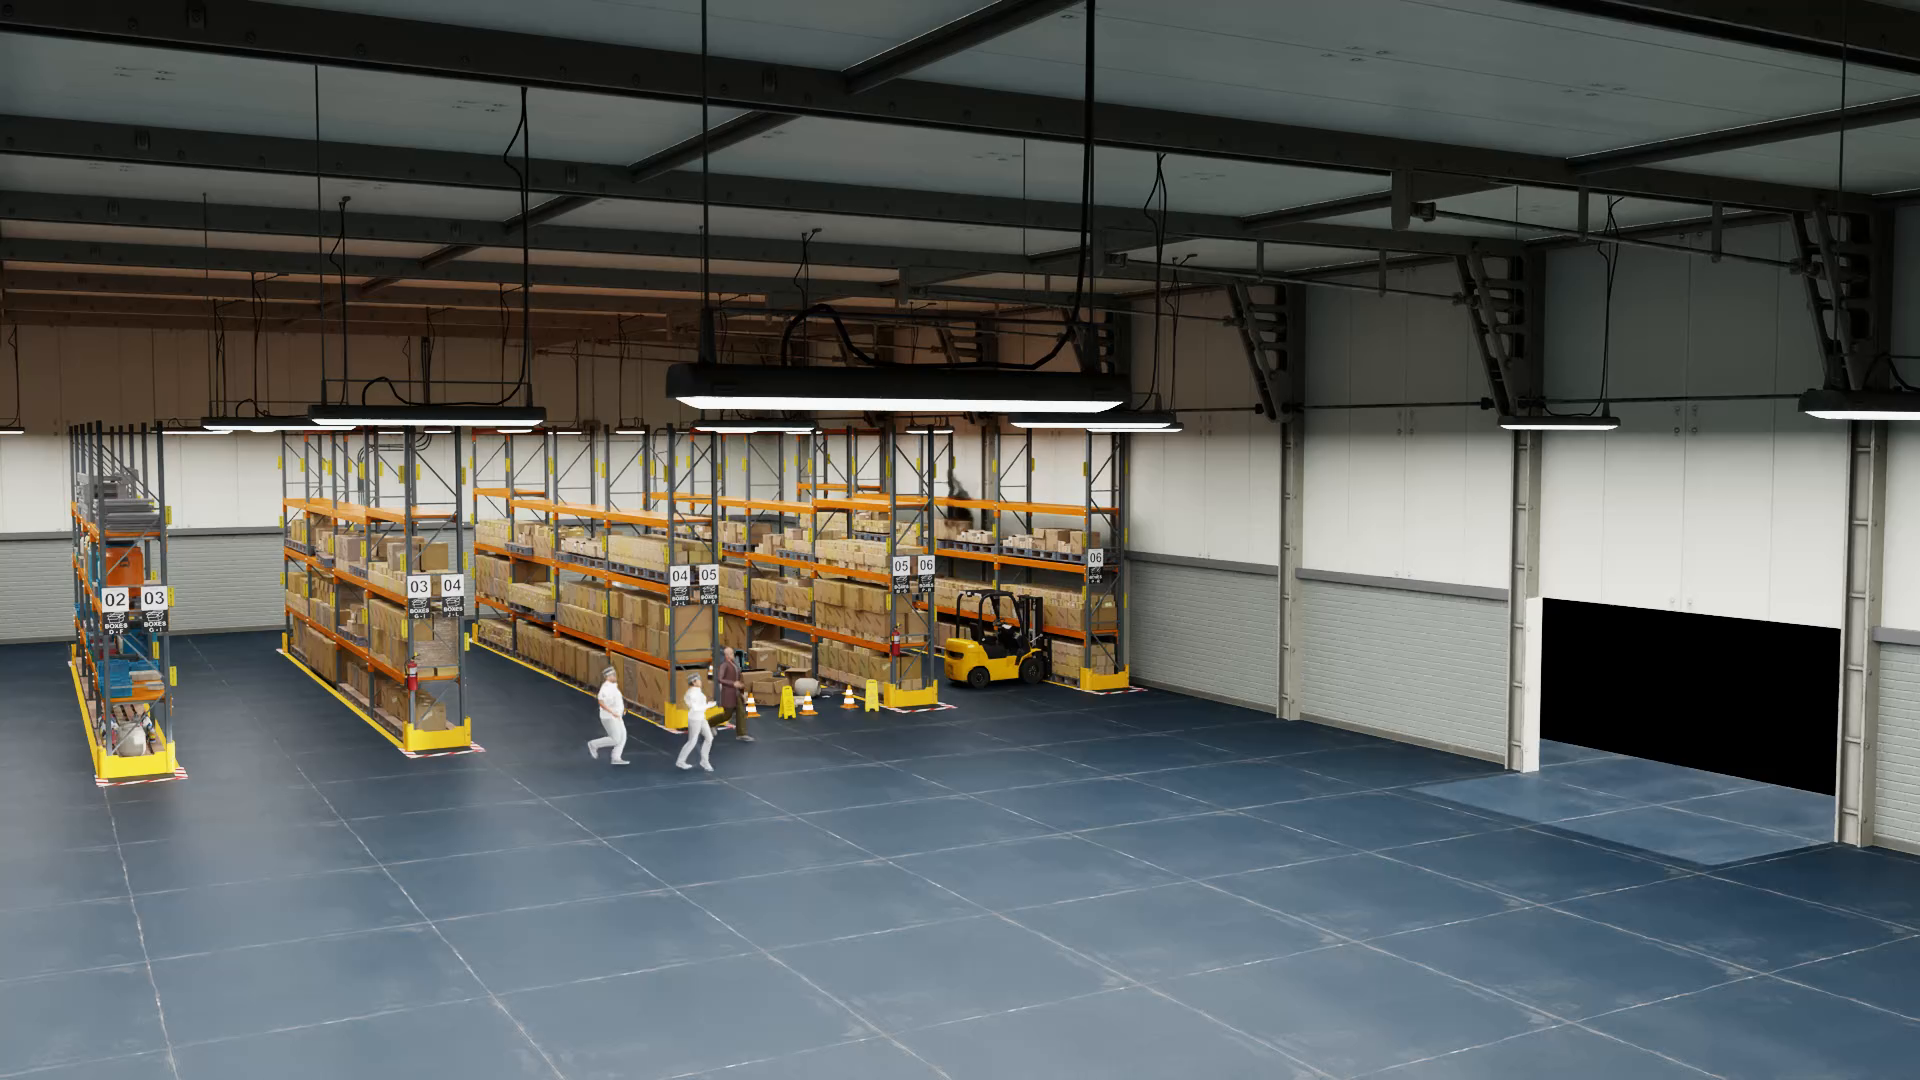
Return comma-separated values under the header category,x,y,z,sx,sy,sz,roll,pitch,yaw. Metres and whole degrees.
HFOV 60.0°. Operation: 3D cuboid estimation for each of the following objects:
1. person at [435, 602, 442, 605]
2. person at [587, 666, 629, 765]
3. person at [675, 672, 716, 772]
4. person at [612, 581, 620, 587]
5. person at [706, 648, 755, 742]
category,x,y,z,sx,sy,sz,roll,pitch,yaw
person,-13.916,2.053,44.736,0.691,1.790,0.908,-2,4,-23
person,-6.129,3.067,29.028,0.703,1.744,0.664,0,4,2
person,-4.512,3.118,28.443,0.712,1.747,0.594,0,4,3
person,-10.347,1.804,50.082,0.836,1.699,0.640,-1,4,-21
person,-4.345,2.901,31.265,1.007,1.766,0.725,1,4,18
